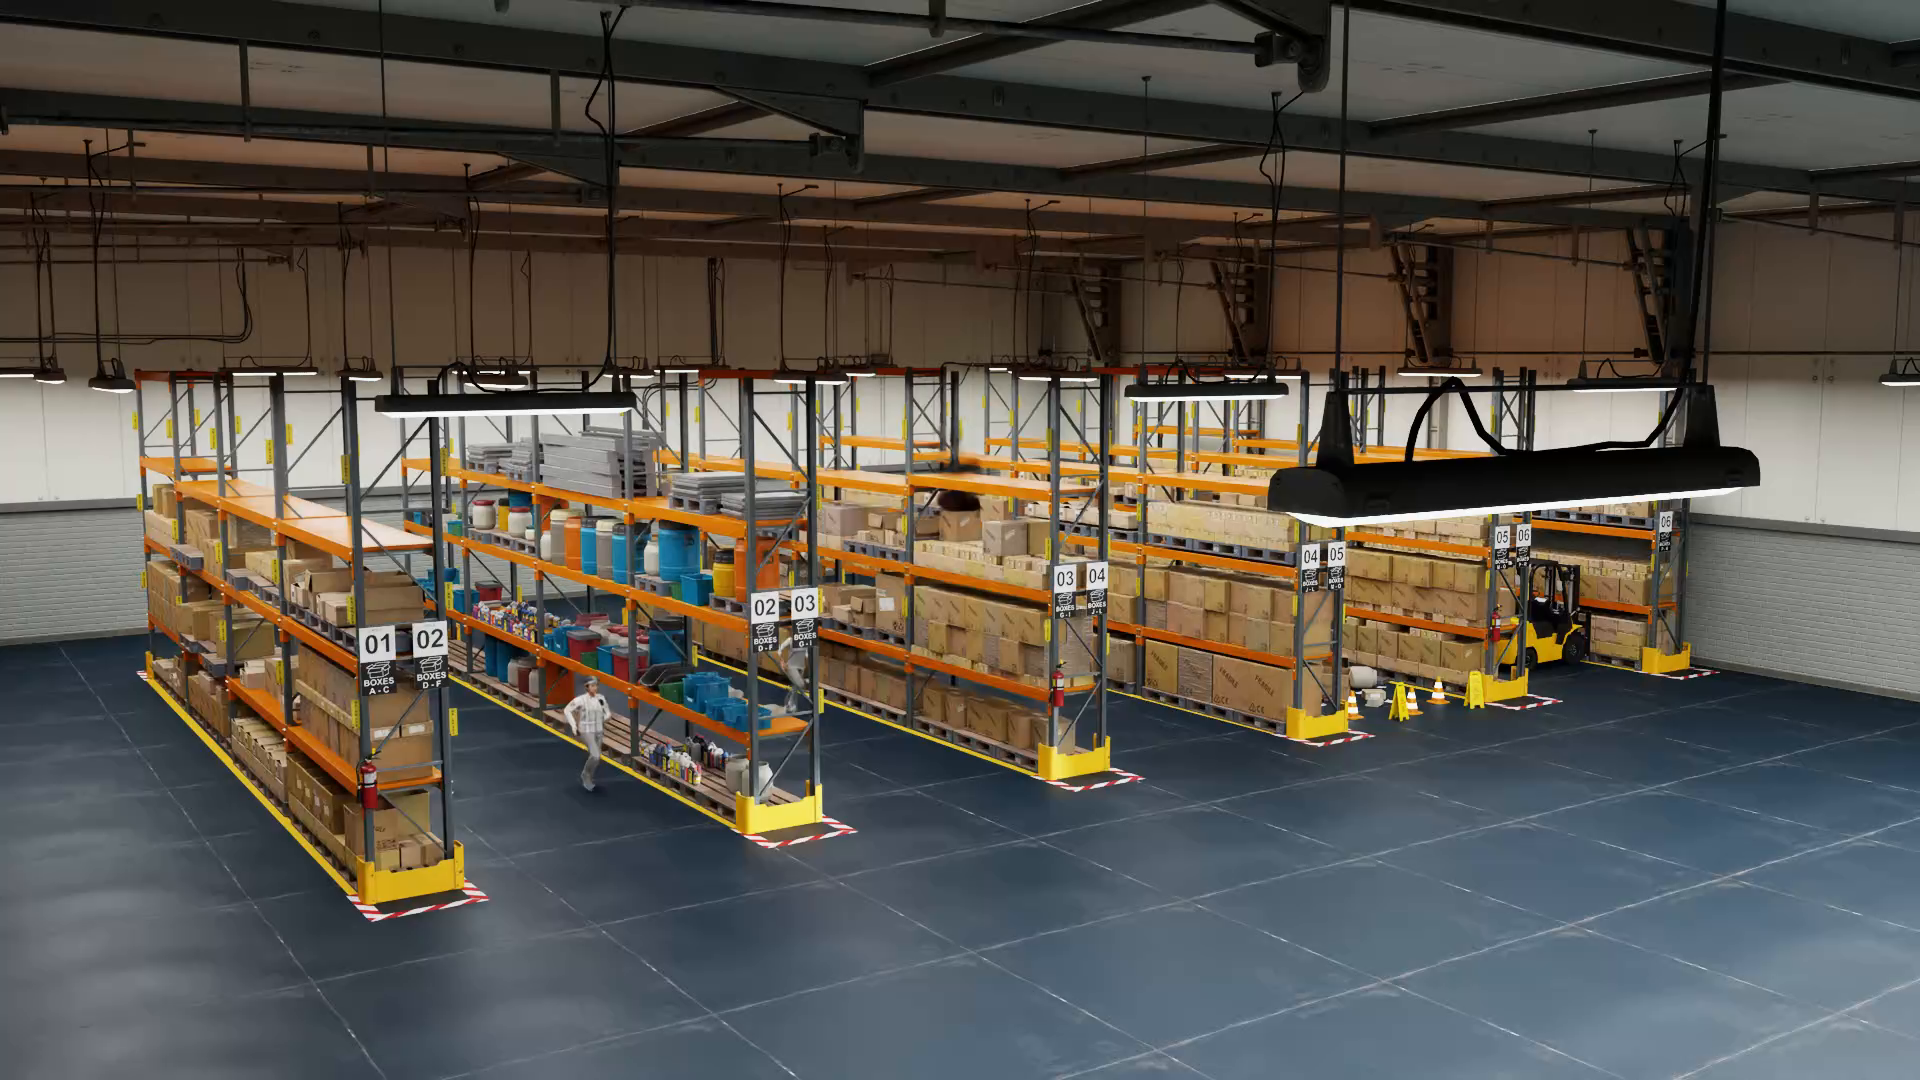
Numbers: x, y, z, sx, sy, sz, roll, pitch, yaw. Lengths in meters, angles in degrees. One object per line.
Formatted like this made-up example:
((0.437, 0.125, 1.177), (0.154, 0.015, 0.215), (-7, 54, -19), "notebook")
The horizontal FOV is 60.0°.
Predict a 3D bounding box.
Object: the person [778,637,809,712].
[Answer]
((-2.860, 2.269, 29.104), (0.500, 1.552, 0.730), (-6, 9, -44), "person")

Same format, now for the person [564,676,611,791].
((-5.304, 2.782, 24.008), (0.611, 1.669, 0.598), (6, 9, 43), "person")

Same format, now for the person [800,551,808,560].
((-3.936, 0.824, 41.199), (0.651, 1.805, 0.732), (4, 8, 33), "person")
